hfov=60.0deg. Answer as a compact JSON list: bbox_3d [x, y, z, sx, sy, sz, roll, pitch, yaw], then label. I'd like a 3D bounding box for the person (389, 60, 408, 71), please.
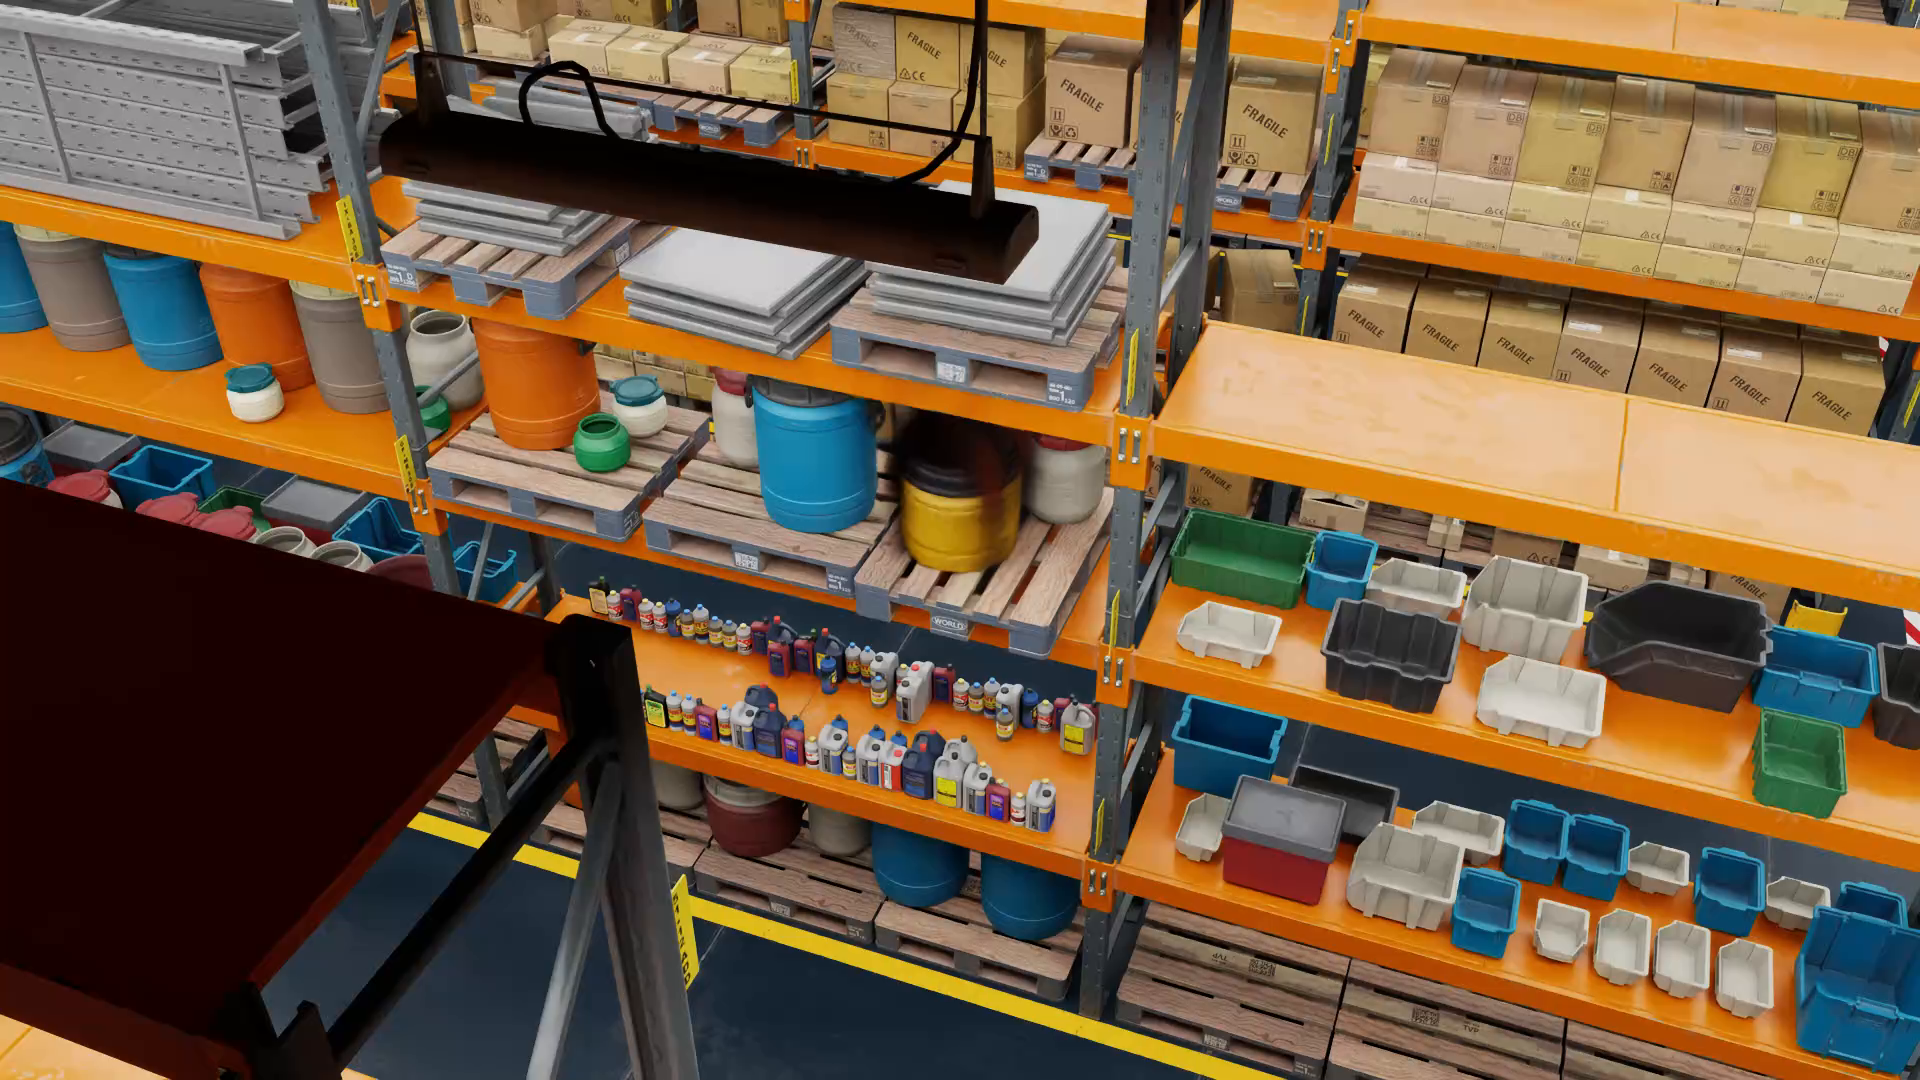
[{"bbox_3d":[-5.815,-4.328,17.863,0.620,1.709,0.501,13,38,17],"label":"person"}]
